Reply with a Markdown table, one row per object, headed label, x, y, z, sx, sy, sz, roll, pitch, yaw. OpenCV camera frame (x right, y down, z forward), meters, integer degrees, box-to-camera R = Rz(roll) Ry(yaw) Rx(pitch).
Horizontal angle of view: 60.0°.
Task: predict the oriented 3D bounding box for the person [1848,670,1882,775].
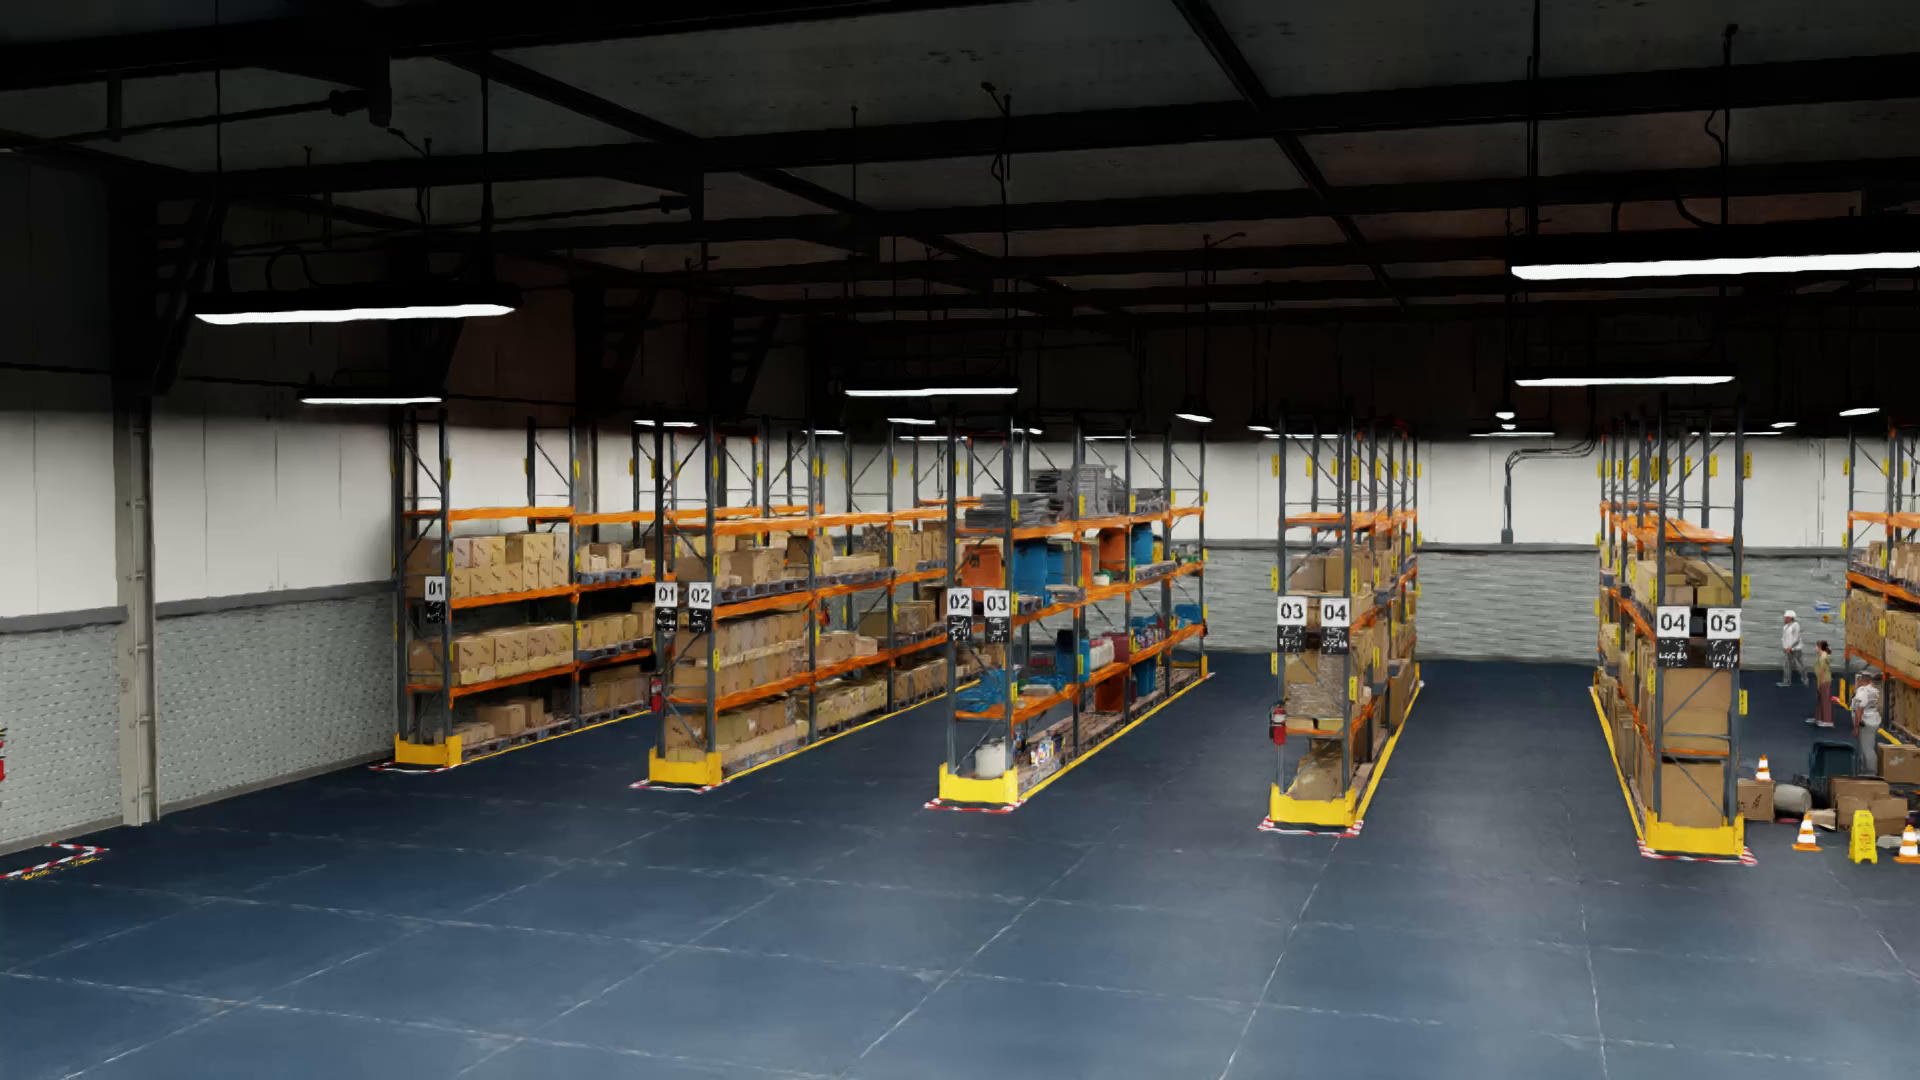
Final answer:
| label | x | y | z | sx | sy | sz | roll | pitch | yaw |
| --- | --- | --- | --- | --- | --- | --- | --- | --- | --- |
| person | 14.483 | 2.967 | 26.685 | 0.652 | 1.748 | 0.584 | -2 | 3 | -44 |

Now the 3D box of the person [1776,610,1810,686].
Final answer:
| label | x | y | z | sx | sy | sz | roll | pitch | yaw |
| --- | --- | --- | --- | --- | --- | --- | --- | --- | --- |
| person | 19.163 | 2.489 | 38.225 | 0.699 | 1.770 | 0.553 | 0 | 2 | -10 |

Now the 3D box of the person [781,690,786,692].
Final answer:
| label | x | y | z | sx | sy | sz | roll | pitch | yaw |
| --- | --- | --- | --- | --- | --- | --- | --- | --- | --- |
| person | -4.012 | 2.566 | 36.859 | 0.375 | 1.683 | 0.570 | 0 | 2 | -5 |

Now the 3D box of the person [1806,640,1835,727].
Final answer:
| label | x | y | z | sx | sy | sz | roll | pitch | yaw |
| --- | --- | --- | --- | --- | --- | --- | --- | --- | --- |
| person | 16.707 | 2.766 | 32.265 | 0.545 | 1.670 | 0.544 | 2 | 3 | 36 |
